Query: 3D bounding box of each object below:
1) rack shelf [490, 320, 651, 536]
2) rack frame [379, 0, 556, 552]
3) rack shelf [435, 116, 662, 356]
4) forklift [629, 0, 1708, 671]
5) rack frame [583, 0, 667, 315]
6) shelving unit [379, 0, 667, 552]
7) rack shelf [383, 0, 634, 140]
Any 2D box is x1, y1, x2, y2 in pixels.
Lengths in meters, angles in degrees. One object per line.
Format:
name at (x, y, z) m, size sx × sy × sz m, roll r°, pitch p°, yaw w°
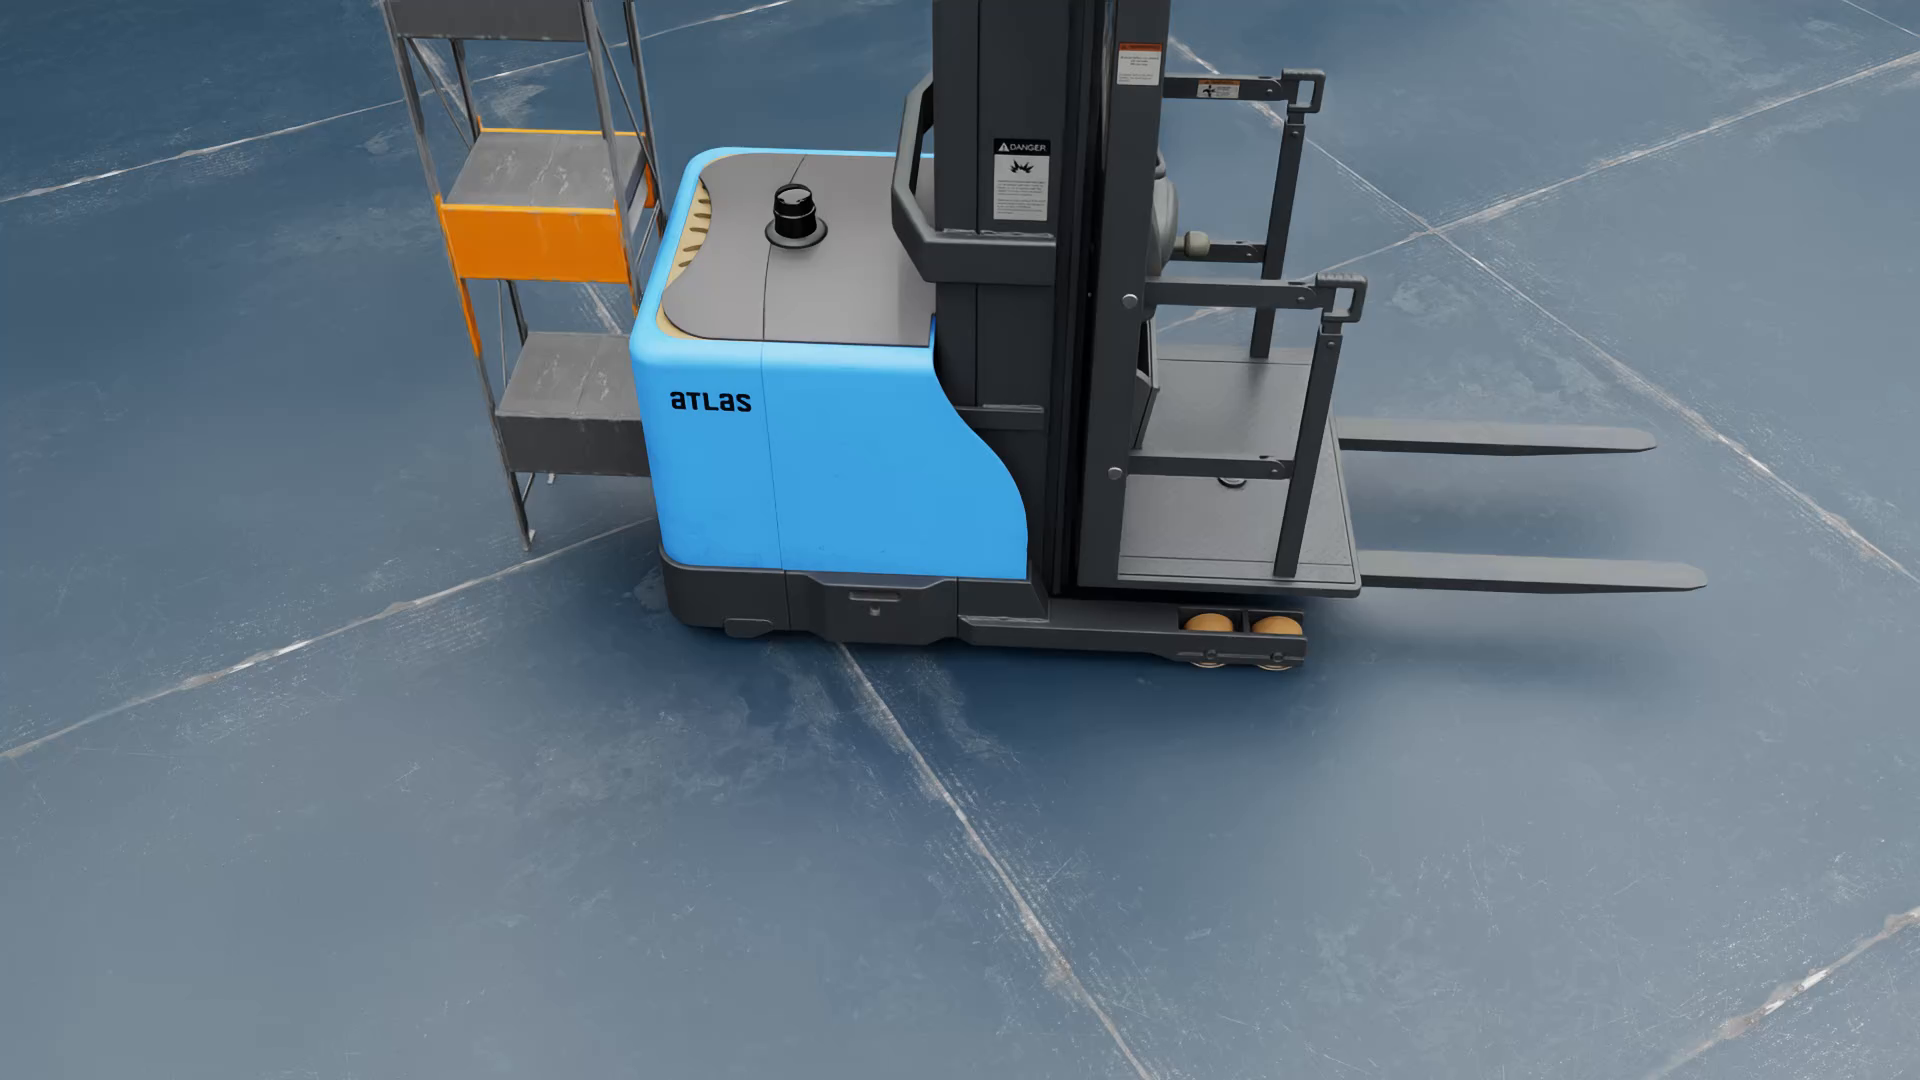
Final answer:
rack shelf at (-1.104, -0.334, 5.109) m, size 0.480 × 0.518 × 0.431 m, roll 2°, pitch 44°, yaw 3°
rack frame at (-1.352, -0.855, 4.624) m, size 0.015 × 2.100 × 0.400 m, roll 2°, pitch 44°, yaw 3°
rack shelf at (-1.108, -0.836, 4.621) m, size 0.480 × 0.518 × 0.431 m, roll 2°, pitch 44°, yaw 3°
forklift at (0.668, -1.055, 4.232) m, size 3.031 × 2.935 × 1.130 m, roll 2°, pitch 44°, yaw 2°
rack frame at (-0.865, -0.837, 4.600) m, size 0.015 × 2.100 × 0.400 m, roll 2°, pitch 44°, yaw 3°
shelving unit at (-1.108, -0.846, 4.612) m, size 0.503 × 2.100 × 0.431 m, roll 2°, pitch 44°, yaw 3°
rack shelf at (-1.112, -1.339, 4.134) m, size 0.480 × 0.518 × 0.431 m, roll 2°, pitch 44°, yaw 3°
